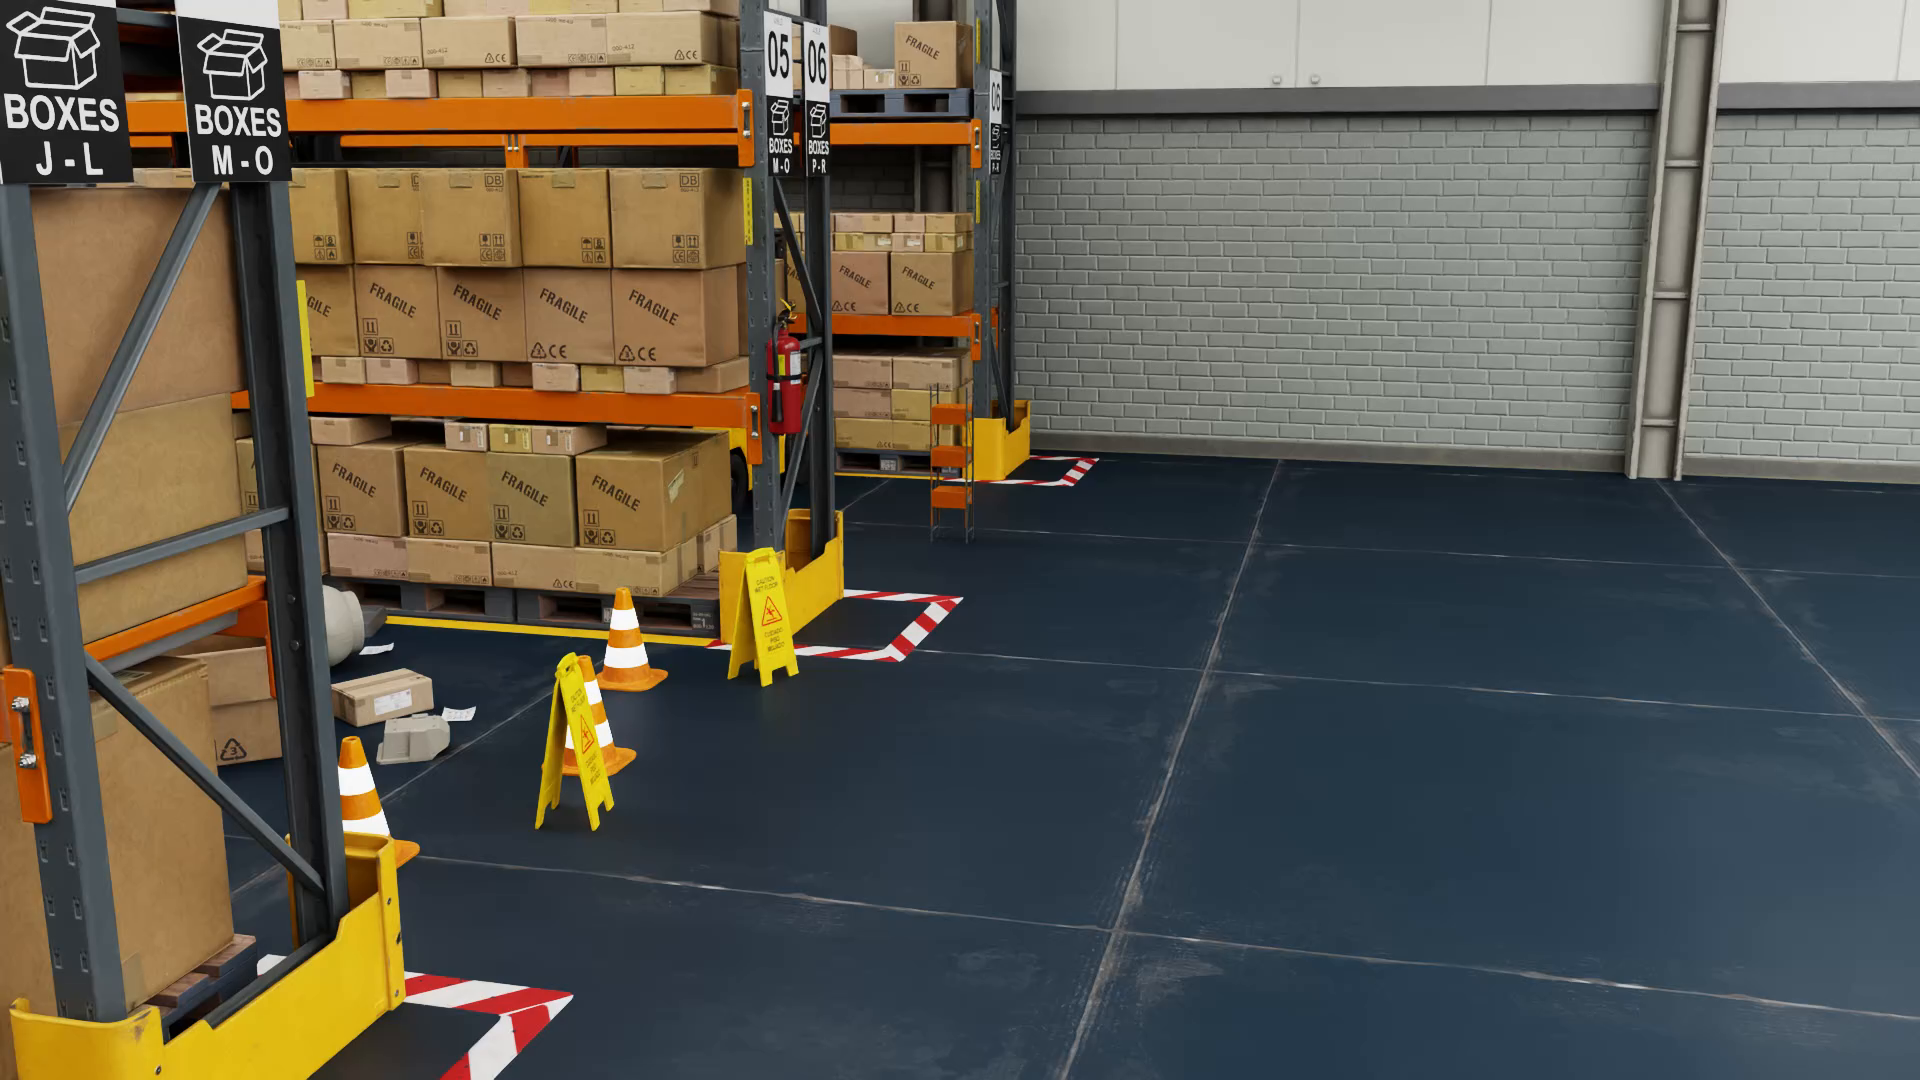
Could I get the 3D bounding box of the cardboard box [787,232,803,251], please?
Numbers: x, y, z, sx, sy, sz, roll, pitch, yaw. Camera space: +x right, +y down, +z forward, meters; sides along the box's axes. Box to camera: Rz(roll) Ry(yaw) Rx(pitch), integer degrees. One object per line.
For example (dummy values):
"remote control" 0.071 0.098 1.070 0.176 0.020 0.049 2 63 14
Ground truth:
"cardboard box" -1.369 -2.457 13.652 0.250 0.149 0.380 3 13 14

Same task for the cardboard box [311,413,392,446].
"cardboard box" -3.406 -0.633 9.313 0.250 0.149 0.380 4 13 17

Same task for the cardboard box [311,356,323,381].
"cardboard box" -3.533 -0.991 9.354 0.250 0.149 0.380 3 13 13

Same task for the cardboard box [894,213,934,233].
"cardboard box" -0.359 -2.562 13.440 0.250 0.149 0.380 3 13 14

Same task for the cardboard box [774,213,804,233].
"cardboard box" -1.375 -2.601 13.615 0.250 0.149 0.380 3 13 15

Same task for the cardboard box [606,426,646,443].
"cardboard box" -2.148 -0.383 9.681 0.500 0.500 0.500 3 13 11

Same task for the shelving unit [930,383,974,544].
"shelving unit" -0.052 -0.515 11.133 0.252 1.050 0.215 3 13 14

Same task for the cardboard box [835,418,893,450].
"cardboard box" -0.726 -0.919 13.829 0.500 0.250 0.500 3 13 14

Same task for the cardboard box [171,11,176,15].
"cardboard box" -4.041 -2.857 9.000 0.250 0.149 0.380 3 13 12

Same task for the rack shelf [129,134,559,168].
"rack shelf" -5.539 -3.495 14.797 4.000 0.370 1.077 3 13 14

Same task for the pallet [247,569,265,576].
"pallet" -4.122 0.155 10.050 1.213 0.211 1.003 3 13 14

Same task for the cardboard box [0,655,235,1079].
"cardboard box" -2.661 0.831 4.501 0.875 0.875 0.875 3 13 14

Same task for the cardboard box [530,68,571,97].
"cardboard box" -2.042 -2.382 8.700 0.250 0.149 0.380 3 13 14

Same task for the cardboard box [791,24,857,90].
"cardboard box" -1.172 -3.884 13.456 0.500 0.500 0.700 3 13 14

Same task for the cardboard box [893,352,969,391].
"cardboard box" -0.235 -1.380 13.597 0.500 0.250 0.500 4 13 15

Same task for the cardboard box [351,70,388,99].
"cardboard box" -3.039 -2.428 8.906 0.250 0.149 0.380 3 13 14

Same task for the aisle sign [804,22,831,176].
"aisle sign" -0.765 -2.358 8.933 0.004 0.787 0.394 3 13 14

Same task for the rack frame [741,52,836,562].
"rack frame" -0.899 -1.027 8.935 0.127 3.000 1.000 3 13 14

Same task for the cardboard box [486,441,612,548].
"cardboard box" -2.247 -0.268 9.166 0.500 0.500 0.500 4 13 16

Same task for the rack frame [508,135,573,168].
"rack frame" -3.597 -2.278 14.577 0.127 3.000 1.000 3 13 14

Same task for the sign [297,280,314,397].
"sign" -1.848 -0.558 4.642 0.005 0.325 0.100 3 13 14

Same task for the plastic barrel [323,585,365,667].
"plastic barrel" -3.267 0.442 8.263 0.512 0.421 0.421 -9 15 -35

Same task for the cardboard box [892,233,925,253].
"cardboard box" -0.373 -2.402 13.407 0.250 0.149 0.380 3 13 14

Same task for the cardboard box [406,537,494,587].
"cardboard box" -2.759 0.071 9.368 0.500 0.250 0.500 3 13 12

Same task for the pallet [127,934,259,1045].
"pallet" -2.782 1.356 4.635 1.213 0.211 1.003 3 13 14

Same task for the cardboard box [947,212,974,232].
"cardboard box" 0.012 -2.644 13.809 0.250 0.149 0.380 3 13 12

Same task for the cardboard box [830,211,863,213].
"cardboard box" -0.993 -2.699 14.060 0.250 0.149 0.380 3 13 15

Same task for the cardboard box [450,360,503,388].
"cardboard box" -2.572 -0.930 9.080 0.250 0.149 0.380 3 13 13

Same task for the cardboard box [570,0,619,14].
"cardboard box" -1.792 -2.744 8.490 0.250 0.149 0.380 3 13 13

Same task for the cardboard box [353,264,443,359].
"cardboard box" -2.950 -1.275 9.136 0.500 0.500 0.500 3 13 14

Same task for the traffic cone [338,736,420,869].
"traffic cone" -2.162 0.932 5.965 0.334 0.463 0.336 3 13 14

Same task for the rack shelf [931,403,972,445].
"rack shelf" -0.052 -0.782 11.073 0.240 0.259 0.215 3 13 14

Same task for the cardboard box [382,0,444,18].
"cardboard box" -2.795 -2.786 8.677 0.250 0.149 0.380 3 13 15

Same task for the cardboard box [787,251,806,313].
"cardboard box" -1.253 -2.145 13.746 0.500 0.500 0.500 3 13 12

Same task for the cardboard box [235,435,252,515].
"cardboard box" -4.275 -0.376 9.648 0.500 0.500 0.500 4 13 16

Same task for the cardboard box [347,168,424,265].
"cardboard box" -2.908 -1.777 9.092 0.500 0.500 0.700 3 13 13

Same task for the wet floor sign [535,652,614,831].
"wet floor sign" -1.485 0.754 6.345 0.232 0.644 0.267 1 13 4

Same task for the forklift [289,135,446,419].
"forklift" -4.448 -1.759 12.394 3.031 2.935 1.130 3 13 13

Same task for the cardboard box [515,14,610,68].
"cardboard box" -1.946 -2.562 8.590 0.500 0.250 0.500 3 13 13

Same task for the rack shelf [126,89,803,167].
"rack shelf" -2.841 -2.244 9.156 4.000 0.370 1.077 3 13 14

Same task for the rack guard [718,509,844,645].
"rack guard" -0.973 0.190 9.224 0.348 0.500 1.175 3 13 14

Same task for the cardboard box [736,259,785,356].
"cardboard box" -1.293 -1.304 9.266 0.500 0.500 0.500 3 13 13

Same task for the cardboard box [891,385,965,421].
"cardboard box" -0.261 -1.137 13.657 0.500 0.250 0.500 3 13 13

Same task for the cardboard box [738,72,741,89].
"cardboard box" -1.143 -2.454 9.023 0.250 0.149 0.380 3 13 14

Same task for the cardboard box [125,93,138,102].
"cardboard box" -4.536 -2.507 9.265 0.250 0.149 0.380 3 13 13

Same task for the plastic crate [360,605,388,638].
"plastic crate" -3.455 0.445 9.043 0.583 0.080 0.402 -1 13 -6

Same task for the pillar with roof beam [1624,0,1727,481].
"pillar with roof beam" 4.620 -4.008 8.525 0.400 9.000 9.100 3 13 14

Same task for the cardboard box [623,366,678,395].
"cardboard box" -1.586 -0.868 8.801 0.250 0.149 0.380 3 13 13
